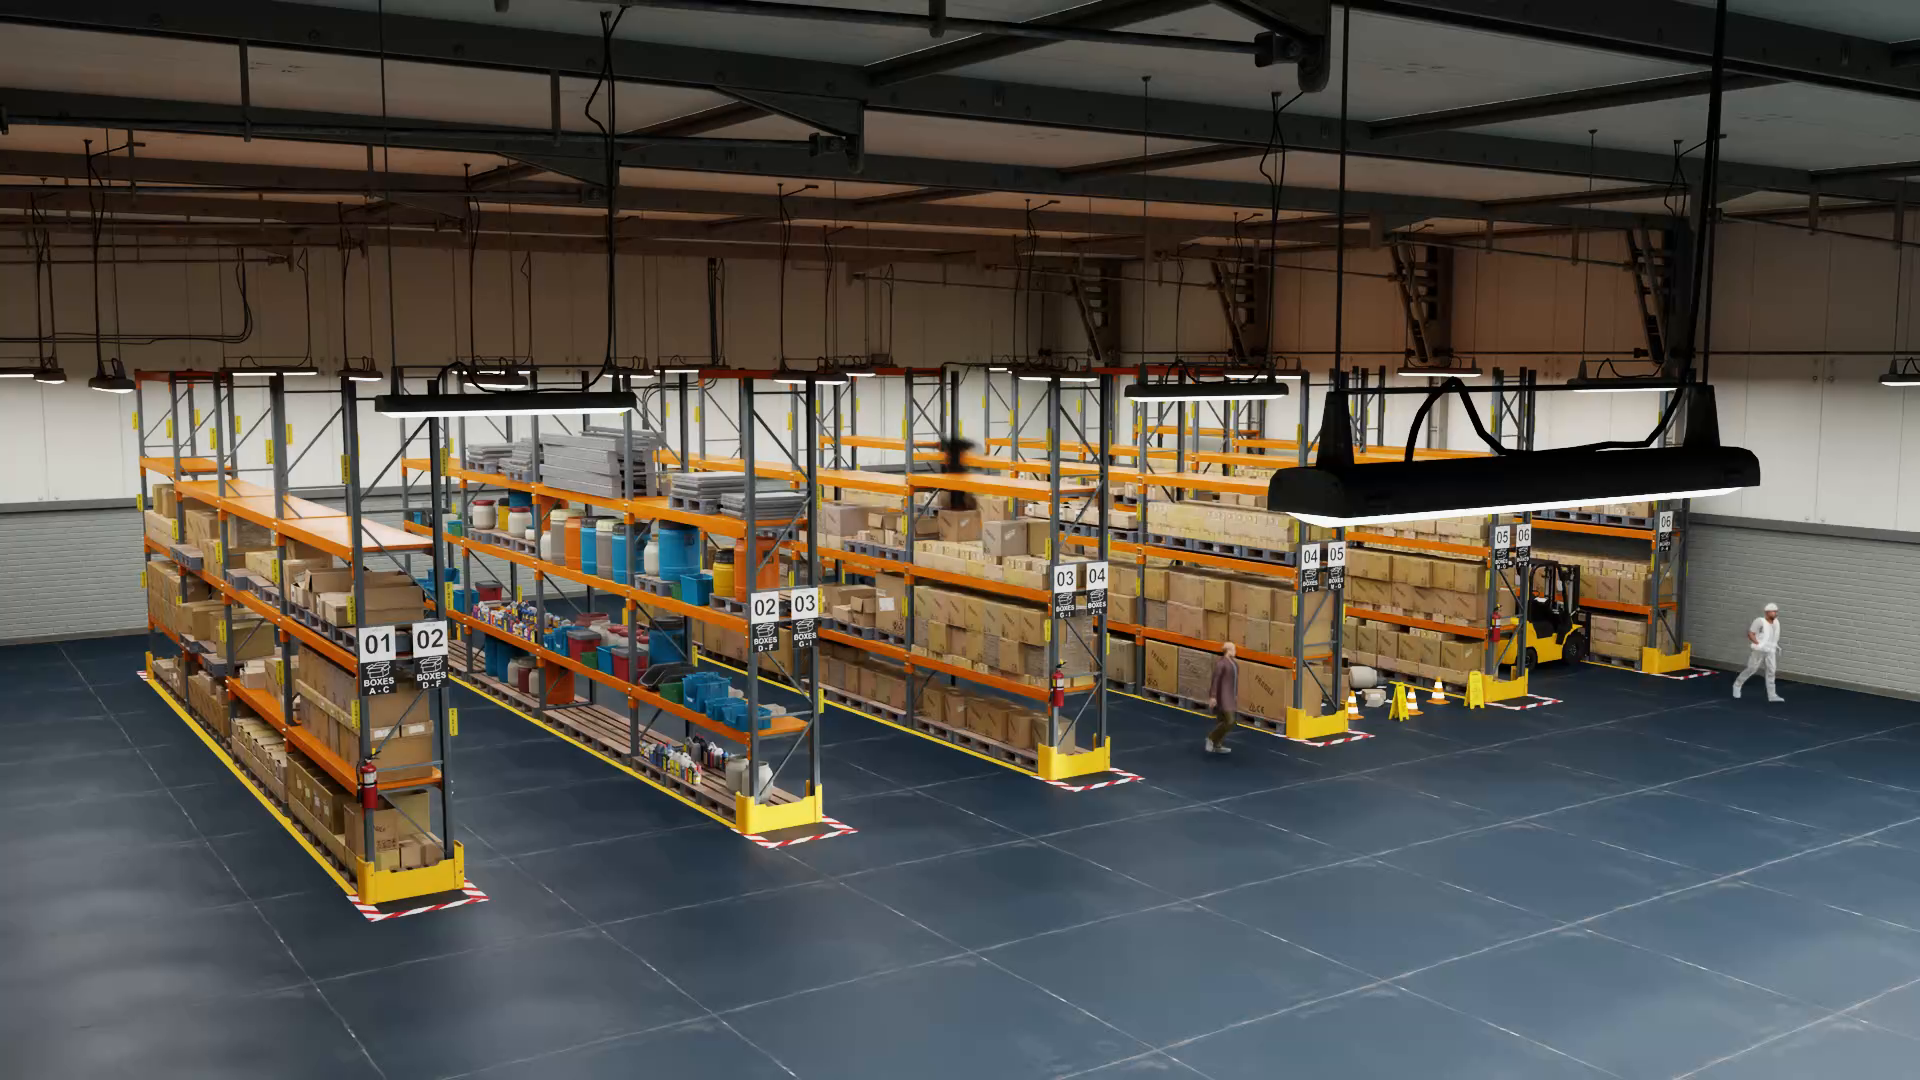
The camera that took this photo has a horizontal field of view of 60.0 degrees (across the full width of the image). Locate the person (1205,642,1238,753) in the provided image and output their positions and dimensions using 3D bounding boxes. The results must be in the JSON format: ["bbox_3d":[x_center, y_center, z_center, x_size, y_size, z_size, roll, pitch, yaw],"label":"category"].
[{"bbox_3d":[4.160,2.488,26.197,0.543,1.759,0.692,3,7,25],"label":"person"}]

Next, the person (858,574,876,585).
[{"bbox_3d":[-2.289,0.709,42.607,0.824,1.708,0.590,-5,8,-37],"label":"person"}]

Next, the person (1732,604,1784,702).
[{"bbox_3d":[14.576,2.024,30.058,0.725,1.764,1.006,-2,7,-19],"label":"person"}]
